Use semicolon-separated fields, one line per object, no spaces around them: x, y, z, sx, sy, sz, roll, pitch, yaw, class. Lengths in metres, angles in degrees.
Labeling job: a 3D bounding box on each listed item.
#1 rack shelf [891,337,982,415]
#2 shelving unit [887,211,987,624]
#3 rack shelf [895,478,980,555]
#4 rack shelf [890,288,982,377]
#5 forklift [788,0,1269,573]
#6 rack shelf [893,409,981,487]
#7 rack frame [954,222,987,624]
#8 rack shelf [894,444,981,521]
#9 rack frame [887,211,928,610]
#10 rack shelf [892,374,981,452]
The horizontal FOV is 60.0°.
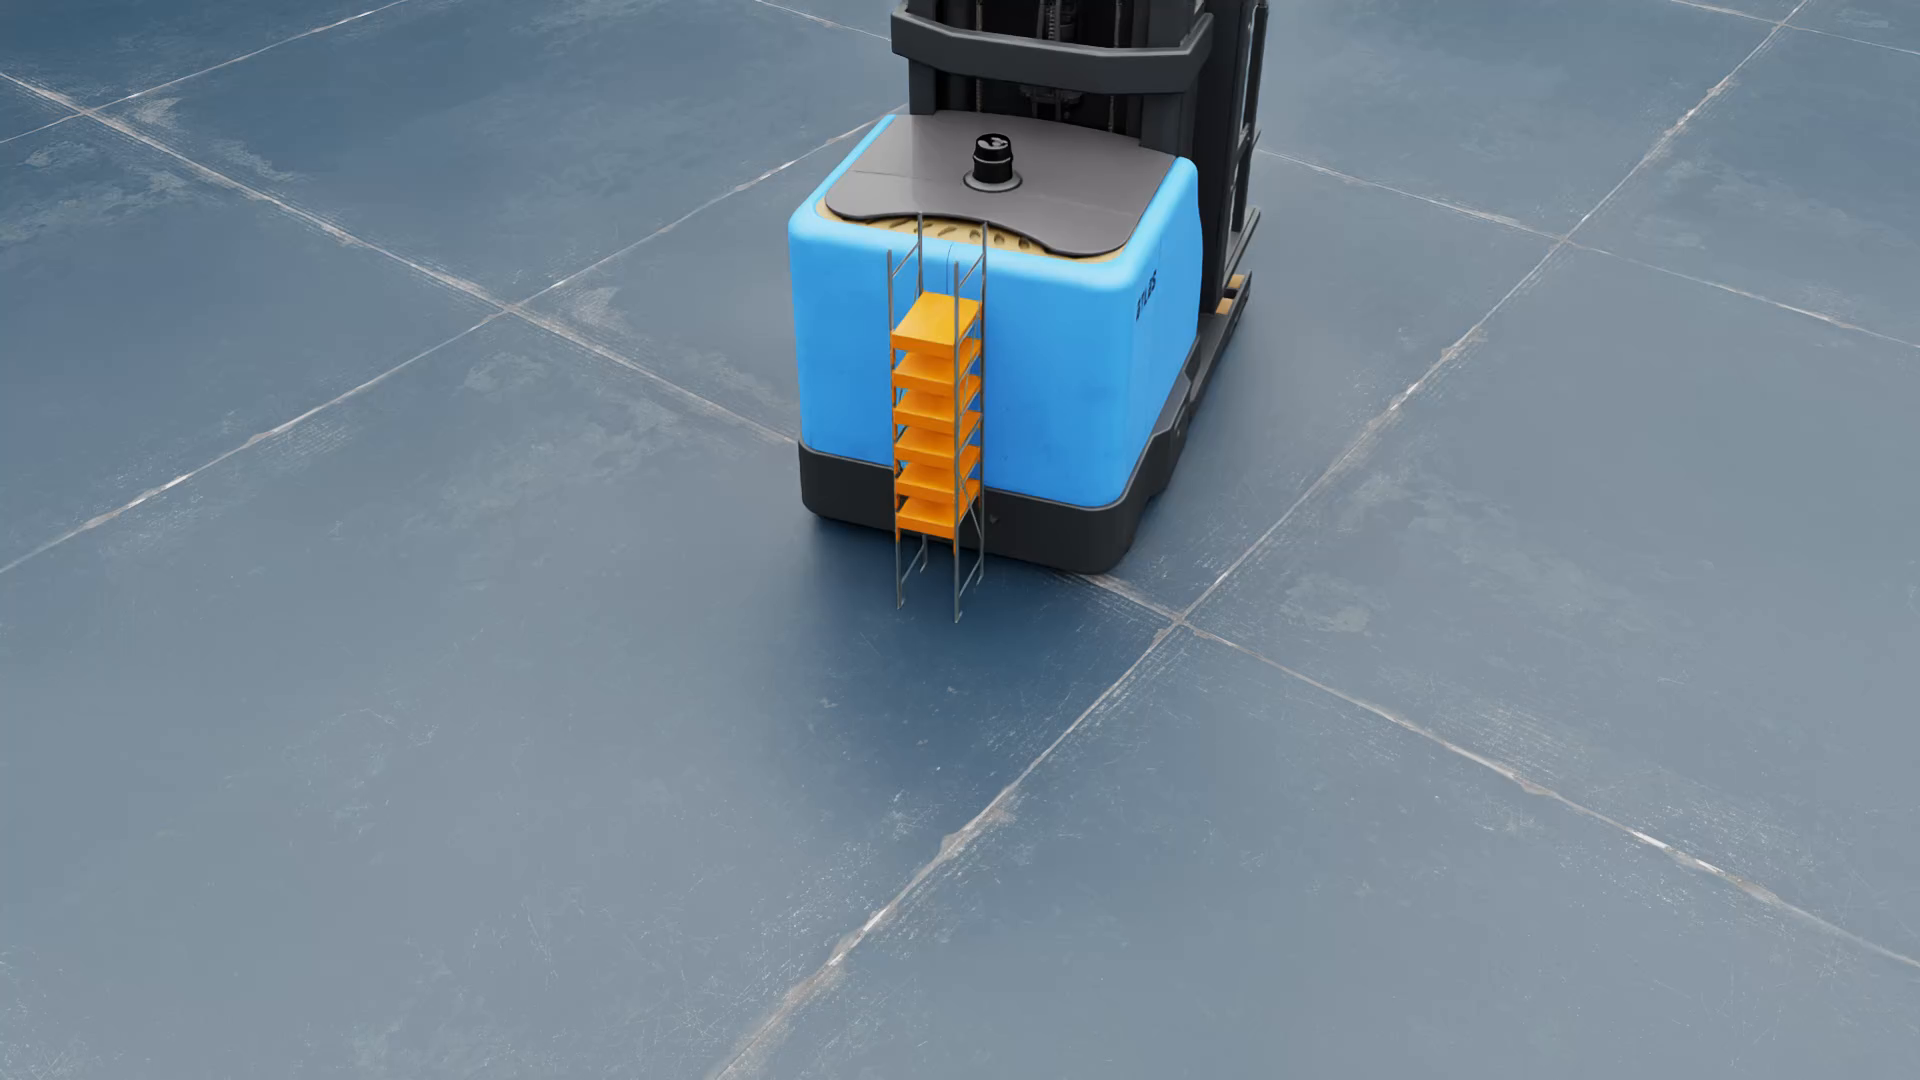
-0.058;-0.466;4.555;0.180;0.103;0.258;12;40;15;rack shelf
-0.058;-0.312;4.676;0.189;1.200;0.258;12;40;15;shelving unit
-0.058;-0.088;4.851;0.180;0.103;0.258;12;40;15;rack shelf
-0.058;-0.561;4.481;0.180;0.103;0.258;12;40;15;rack shelf
0.468;-1.966;5.383;1.130;2.935;3.031;12;40;15;forklift
-0.058;-0.277;4.703;0.180;0.103;0.258;12;40;15;rack shelf
0.028;-0.293;4.651;0.006;1.200;0.240;12;40;15;rack frame
-0.058;-0.183;4.777;0.180;0.103;0.258;12;40;15;rack shelf
-0.144;-0.331;4.700;0.006;1.200;0.240;12;40;15;rack frame
-0.058;-0.372;4.629;0.180;0.103;0.258;12;40;15;rack shelf
